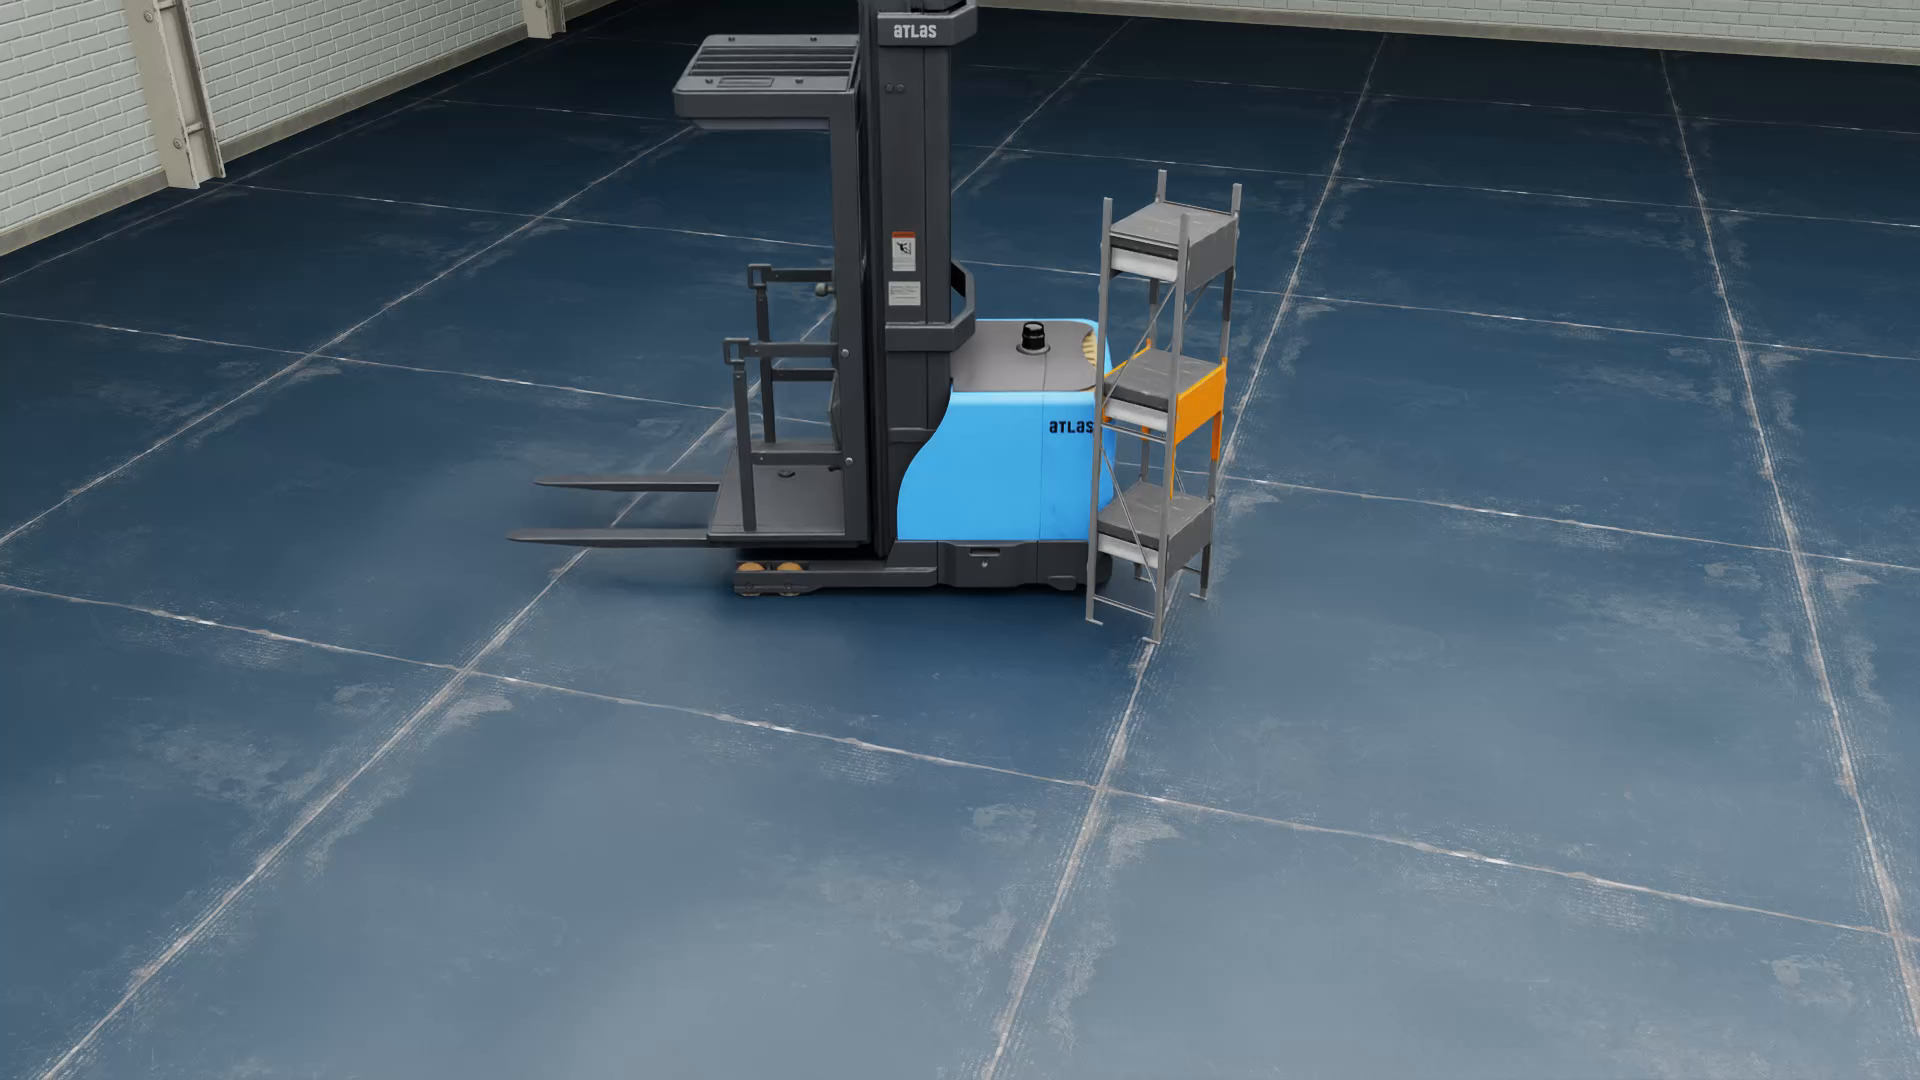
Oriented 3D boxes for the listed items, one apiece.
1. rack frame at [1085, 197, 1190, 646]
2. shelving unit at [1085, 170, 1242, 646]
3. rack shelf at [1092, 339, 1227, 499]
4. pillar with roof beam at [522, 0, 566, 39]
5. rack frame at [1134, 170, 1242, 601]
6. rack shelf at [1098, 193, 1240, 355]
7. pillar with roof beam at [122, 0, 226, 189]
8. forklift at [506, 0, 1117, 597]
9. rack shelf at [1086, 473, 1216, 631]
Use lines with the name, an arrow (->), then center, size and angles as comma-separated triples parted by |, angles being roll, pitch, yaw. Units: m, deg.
rack frame -> 0.777, -0.476, 7.445 | 0.400, 2.100, 0.015 | 18, 34, 29
shelving unit -> 0.914, -0.574, 7.622 | 0.431, 2.100, 0.503 | 18, 34, 29
rack shelf -> 0.914, -0.562, 7.628 | 0.431, 0.518, 0.480 | 18, 34, 29
pillar with roof beam -> -0.691, -9.194, 16.021 | 9.100, 9.000, 0.400 | 8, 30, 15
rack frame -> 1.050, -0.672, 7.798 | 0.400, 2.100, 0.015 | 18, 34, 29
rack shelf -> 0.914, -1.174, 7.288 | 0.431, 0.518, 0.480 | 18, 34, 29
pillar with roof beam -> -2.452, -6.406, 11.009 | 9.100, 9.000, 0.400 | 8, 30, 15
forklift -> -0.758, -1.257, 7.995 | 3.031, 2.935, 1.130 | 0, 29, 0
rack shelf -> 0.914, 0.050, 7.969 | 0.431, 0.518, 0.480 | 18, 34, 29
